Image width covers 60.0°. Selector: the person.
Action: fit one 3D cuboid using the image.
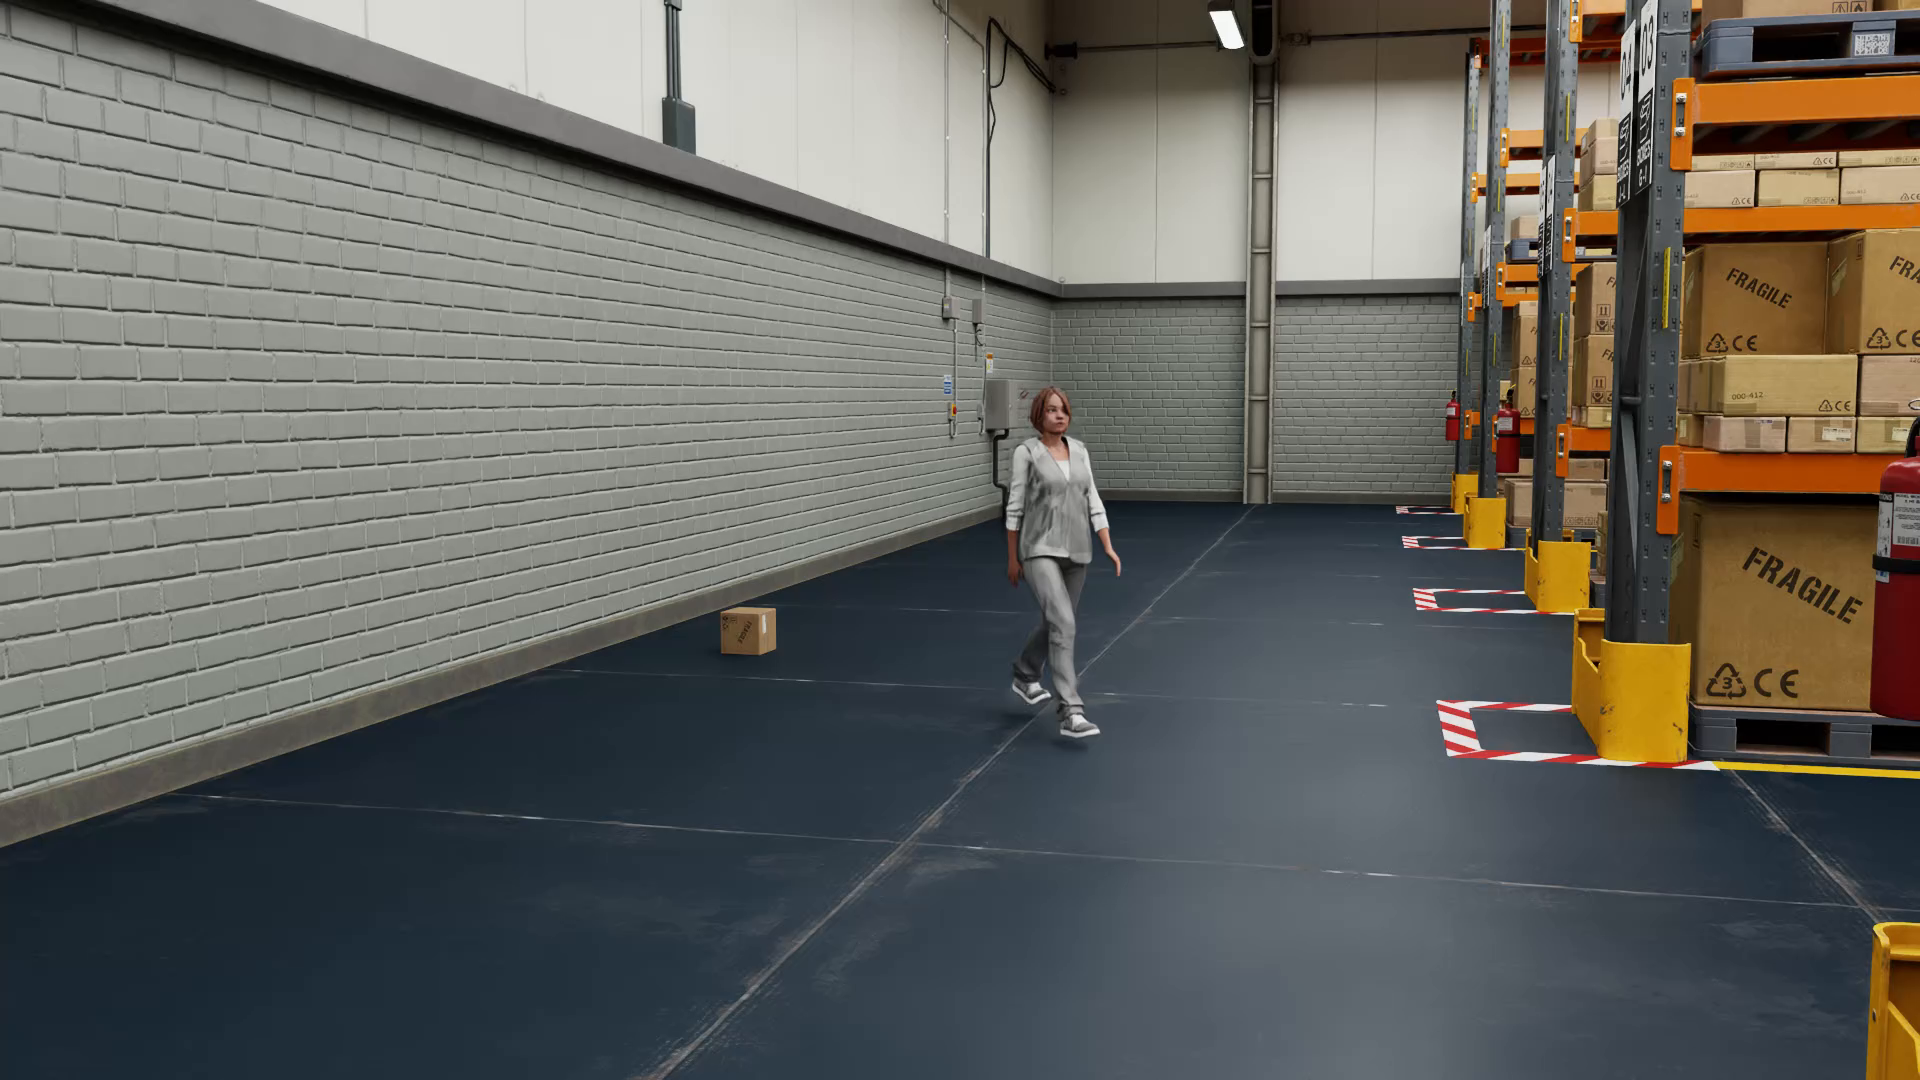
[{"bbox_3d":[0.468,-0.229,7.518,0.414,0.923,0.465,-3,6,-29],"label":"person"}]
